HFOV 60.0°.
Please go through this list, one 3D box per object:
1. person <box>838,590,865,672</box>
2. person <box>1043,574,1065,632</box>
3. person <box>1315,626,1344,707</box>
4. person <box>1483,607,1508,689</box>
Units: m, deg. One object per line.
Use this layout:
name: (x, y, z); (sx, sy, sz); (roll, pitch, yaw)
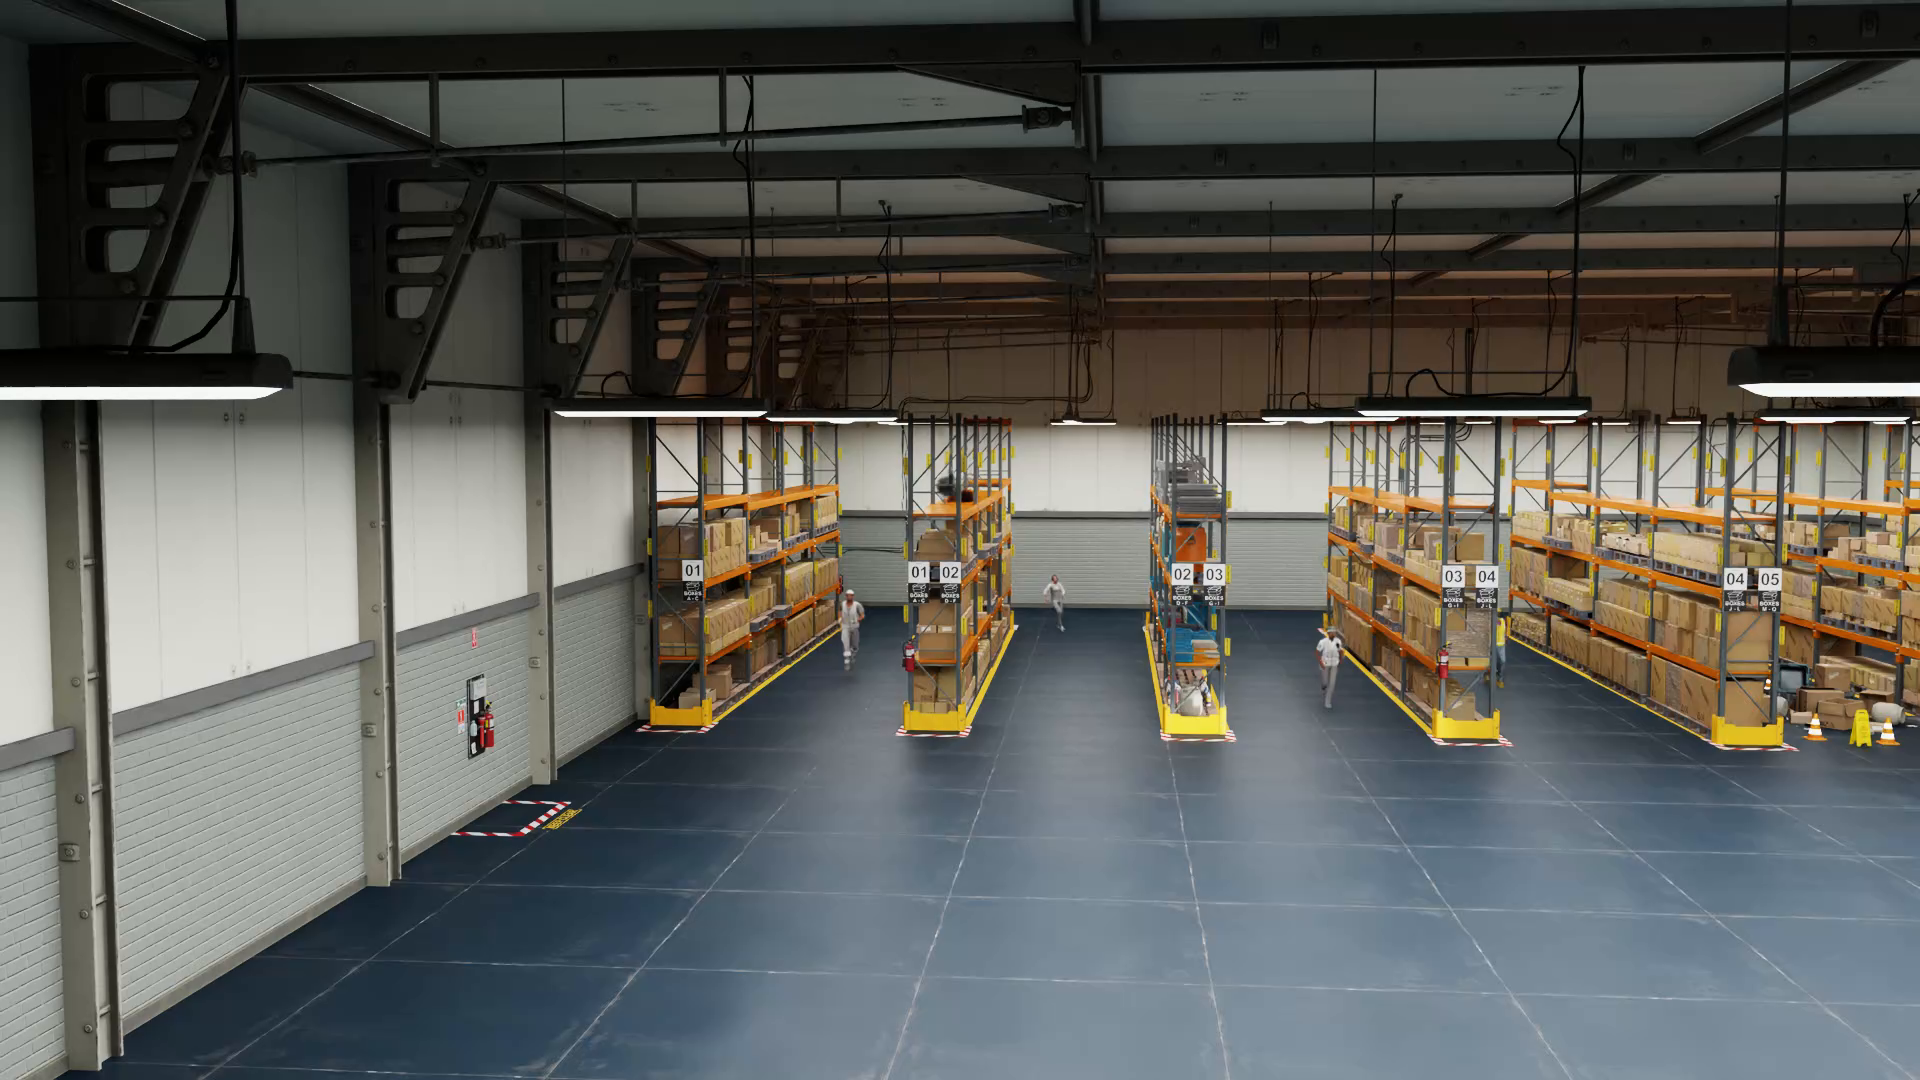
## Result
person: (-2.486, 2.037, 38.019); (0.626, 1.806, 1.105); (0, 4, -1)
person: (2.700, 1.768, 46.972); (0.591, 1.606, 0.604); (-2, 4, -25)
person: (7.658, 2.590, 34.429); (0.599, 1.672, 0.691); (0, 4, 0)
person: (11.853, 2.365, 36.873); (0.650, 1.817, 0.843); (0, 4, 0)
